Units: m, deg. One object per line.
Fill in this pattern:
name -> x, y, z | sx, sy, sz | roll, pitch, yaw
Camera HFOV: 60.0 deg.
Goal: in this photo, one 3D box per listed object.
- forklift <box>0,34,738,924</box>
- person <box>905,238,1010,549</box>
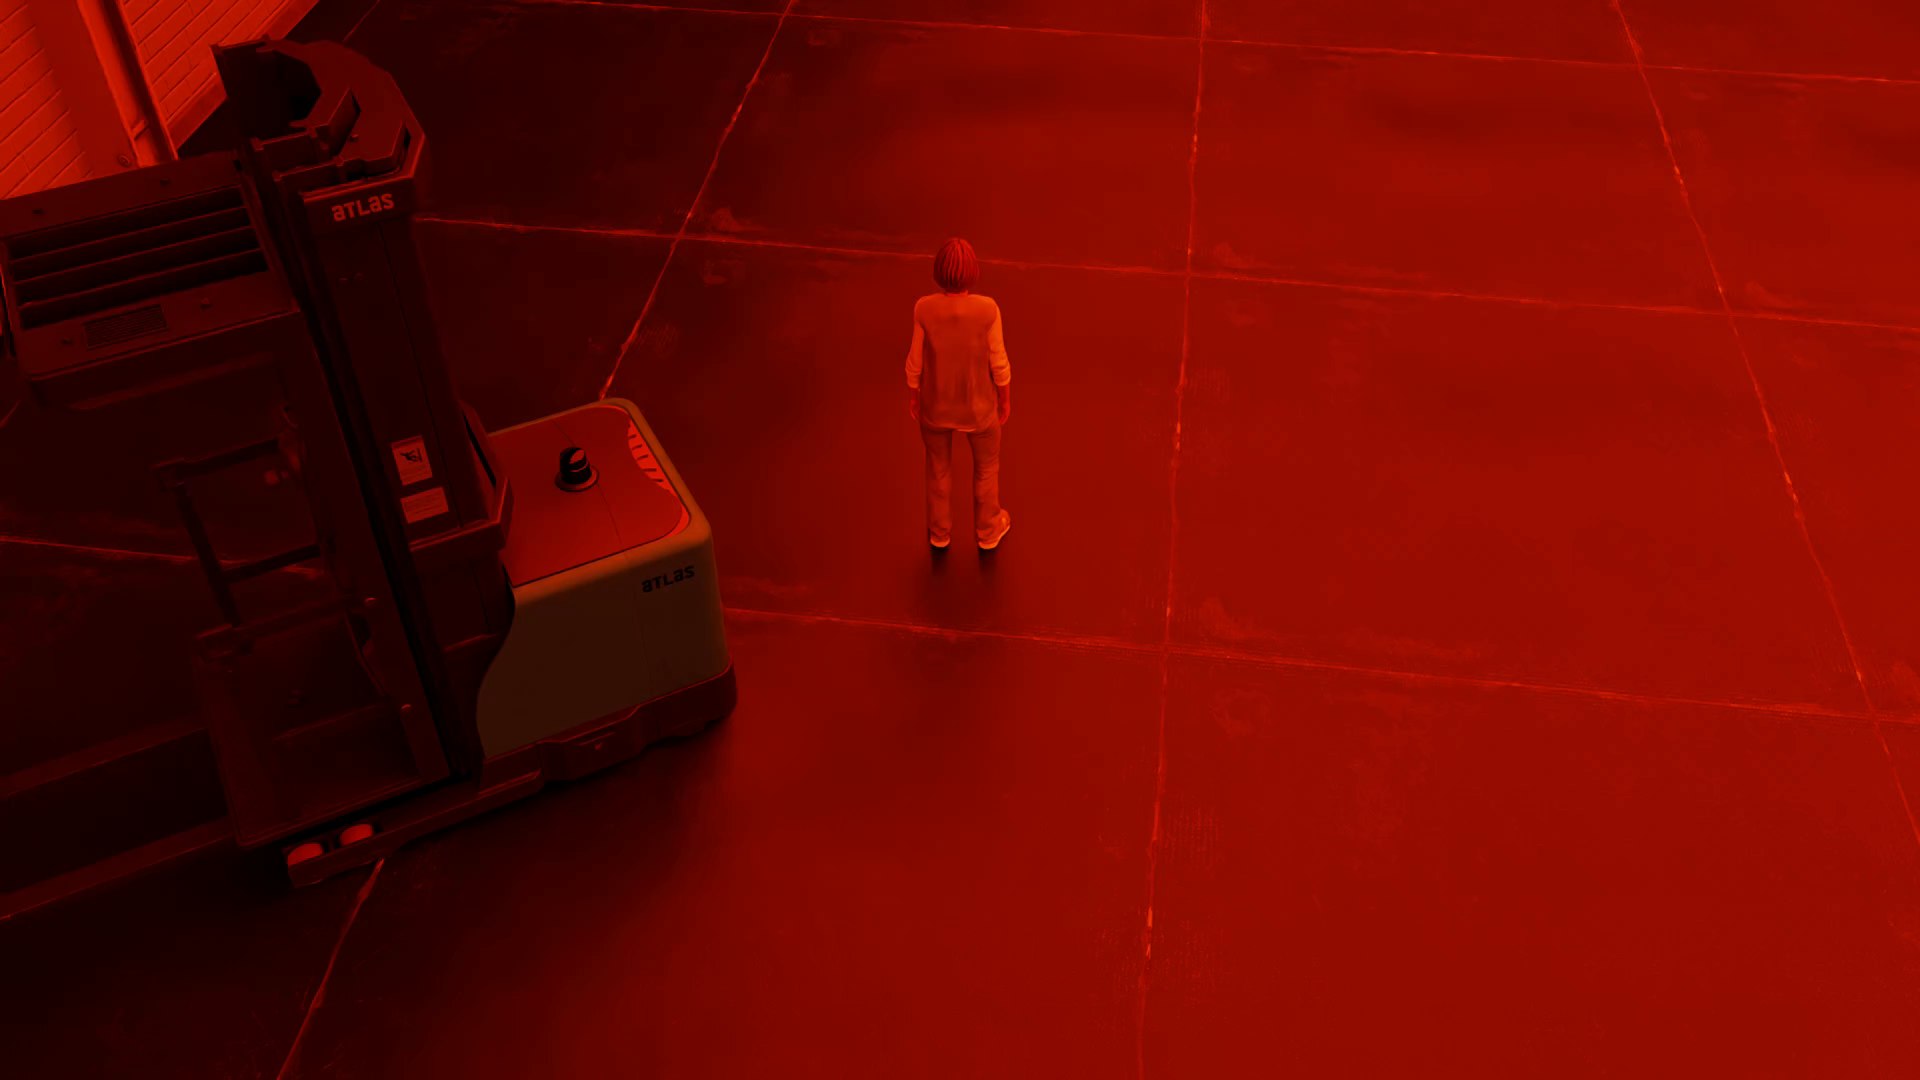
forklift -> -2.491, -0.158, 5.896 | 3.031, 2.935, 1.130 | -20, 46, -20
person -> -0.003, -0.596, 7.372 | 0.467, 1.581, 0.344 | 4, 43, 4
